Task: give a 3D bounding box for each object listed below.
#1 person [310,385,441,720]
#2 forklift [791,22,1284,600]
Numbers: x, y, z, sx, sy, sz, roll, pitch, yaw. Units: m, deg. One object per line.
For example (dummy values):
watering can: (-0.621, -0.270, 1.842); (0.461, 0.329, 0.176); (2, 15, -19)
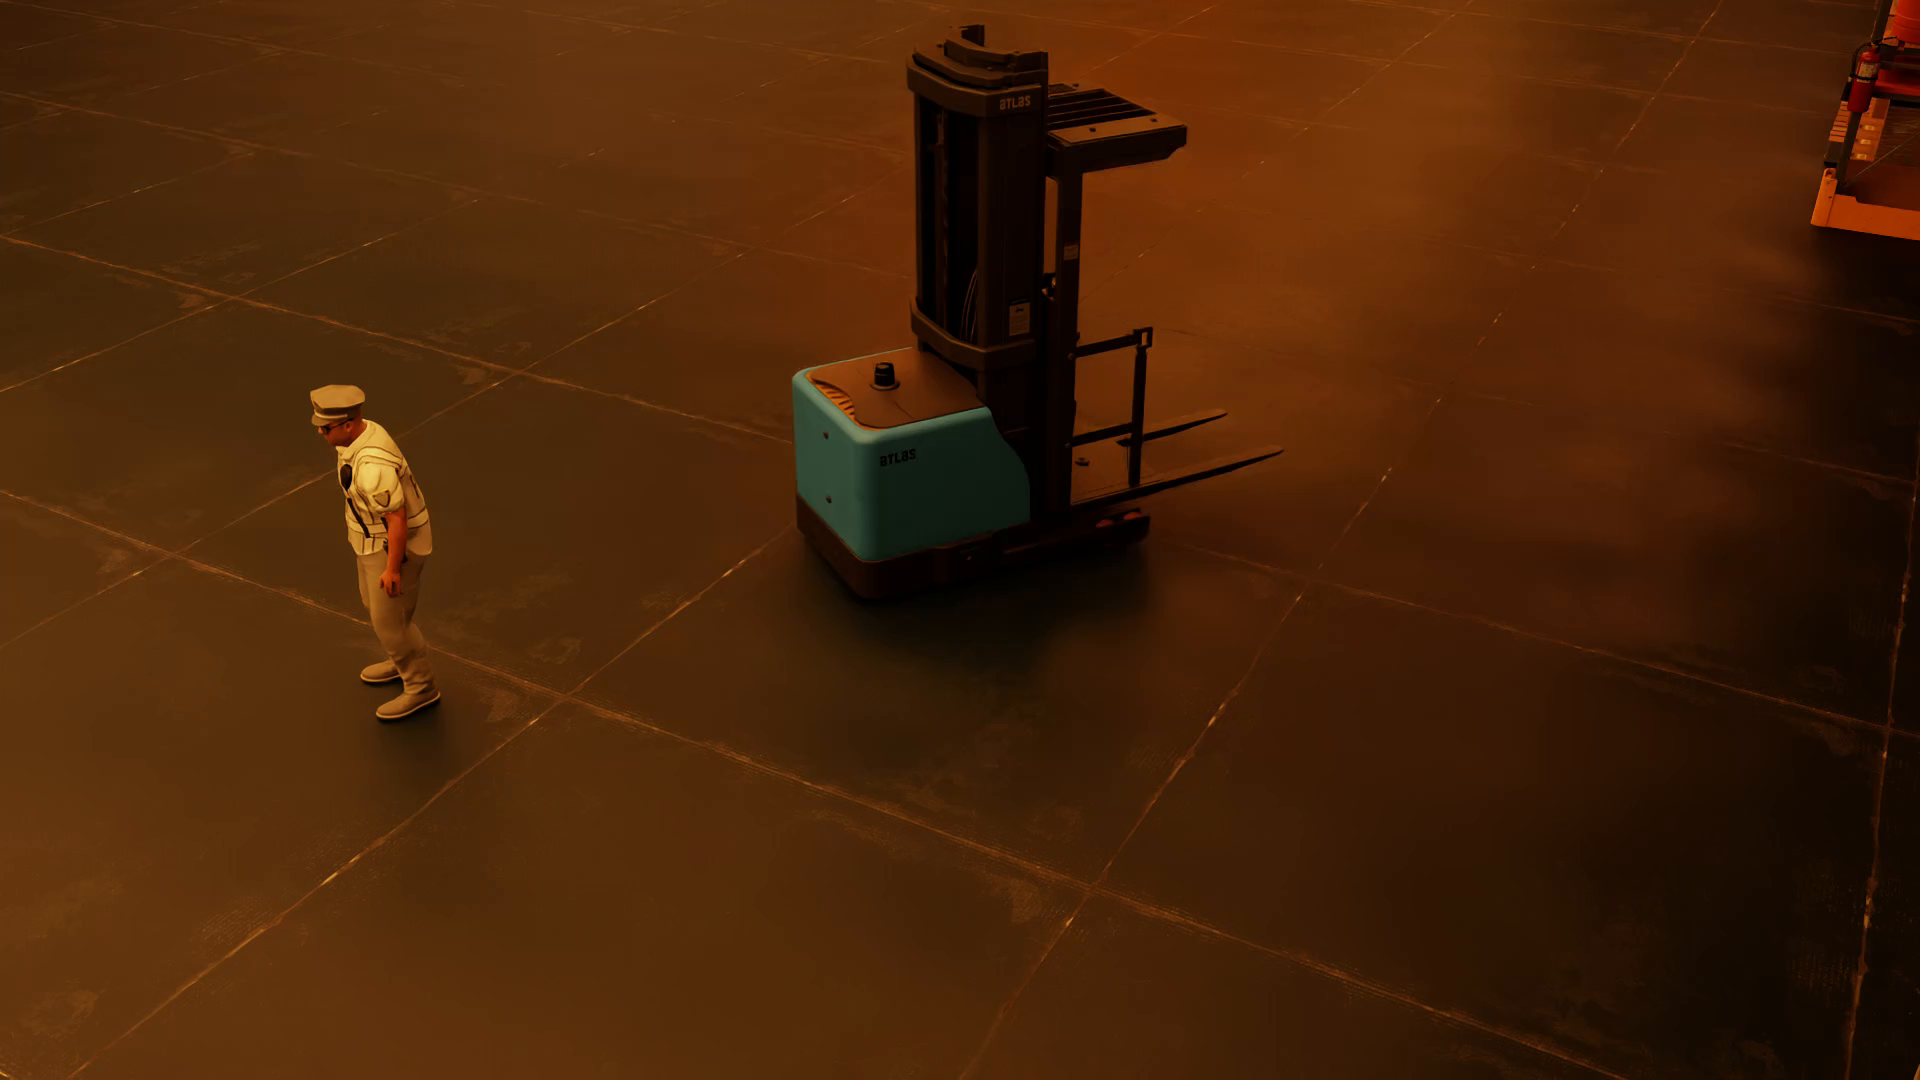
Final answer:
person: (-2.835, 0.032, 8.199); (0.439, 1.747, 0.585); (-16, 34, -25)
forklift: (0.564, -1.443, 9.571); (3.031, 2.935, 1.130); (-15, 33, -24)
